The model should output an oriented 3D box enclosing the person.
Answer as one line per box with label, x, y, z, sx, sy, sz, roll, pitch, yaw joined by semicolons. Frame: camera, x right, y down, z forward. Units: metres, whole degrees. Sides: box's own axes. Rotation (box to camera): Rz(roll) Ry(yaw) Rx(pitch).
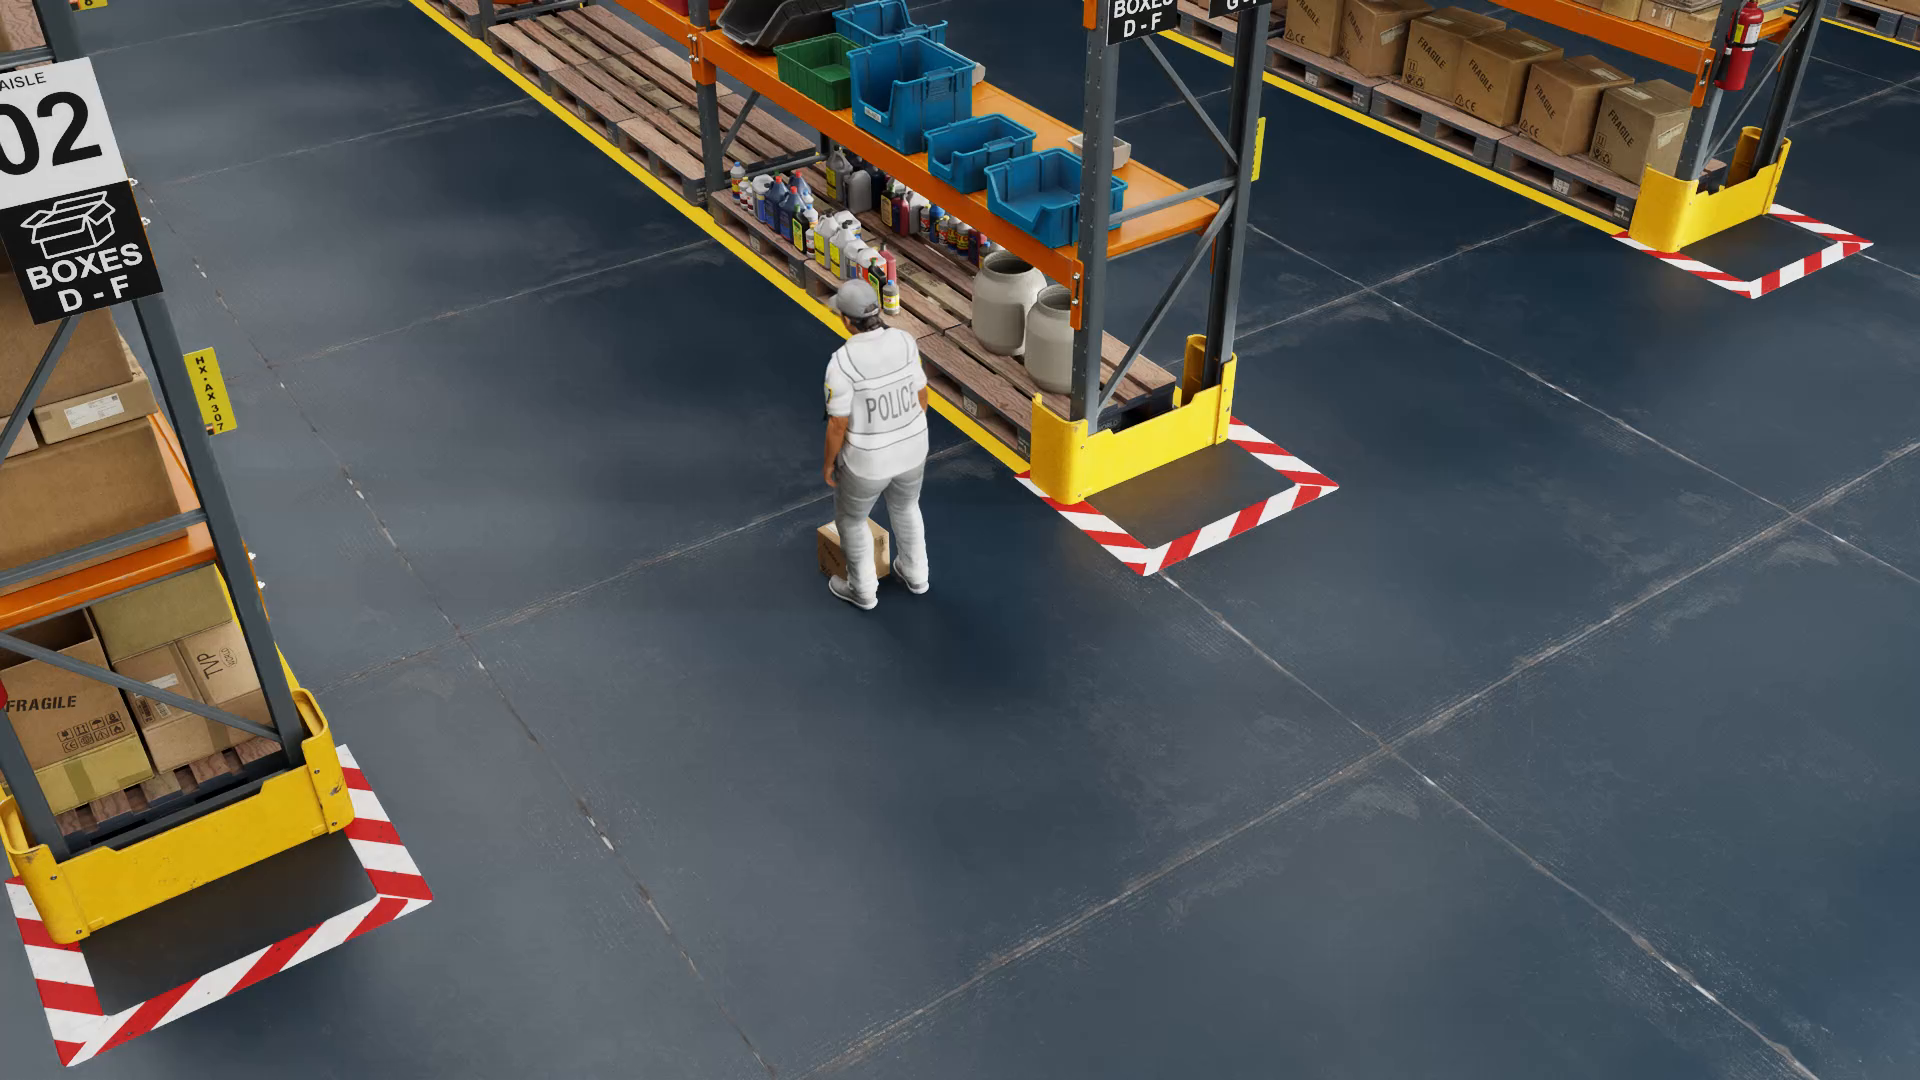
person;-0.384;-0.410;7.547;0.538;1.666;0.465;-22;42;-27
